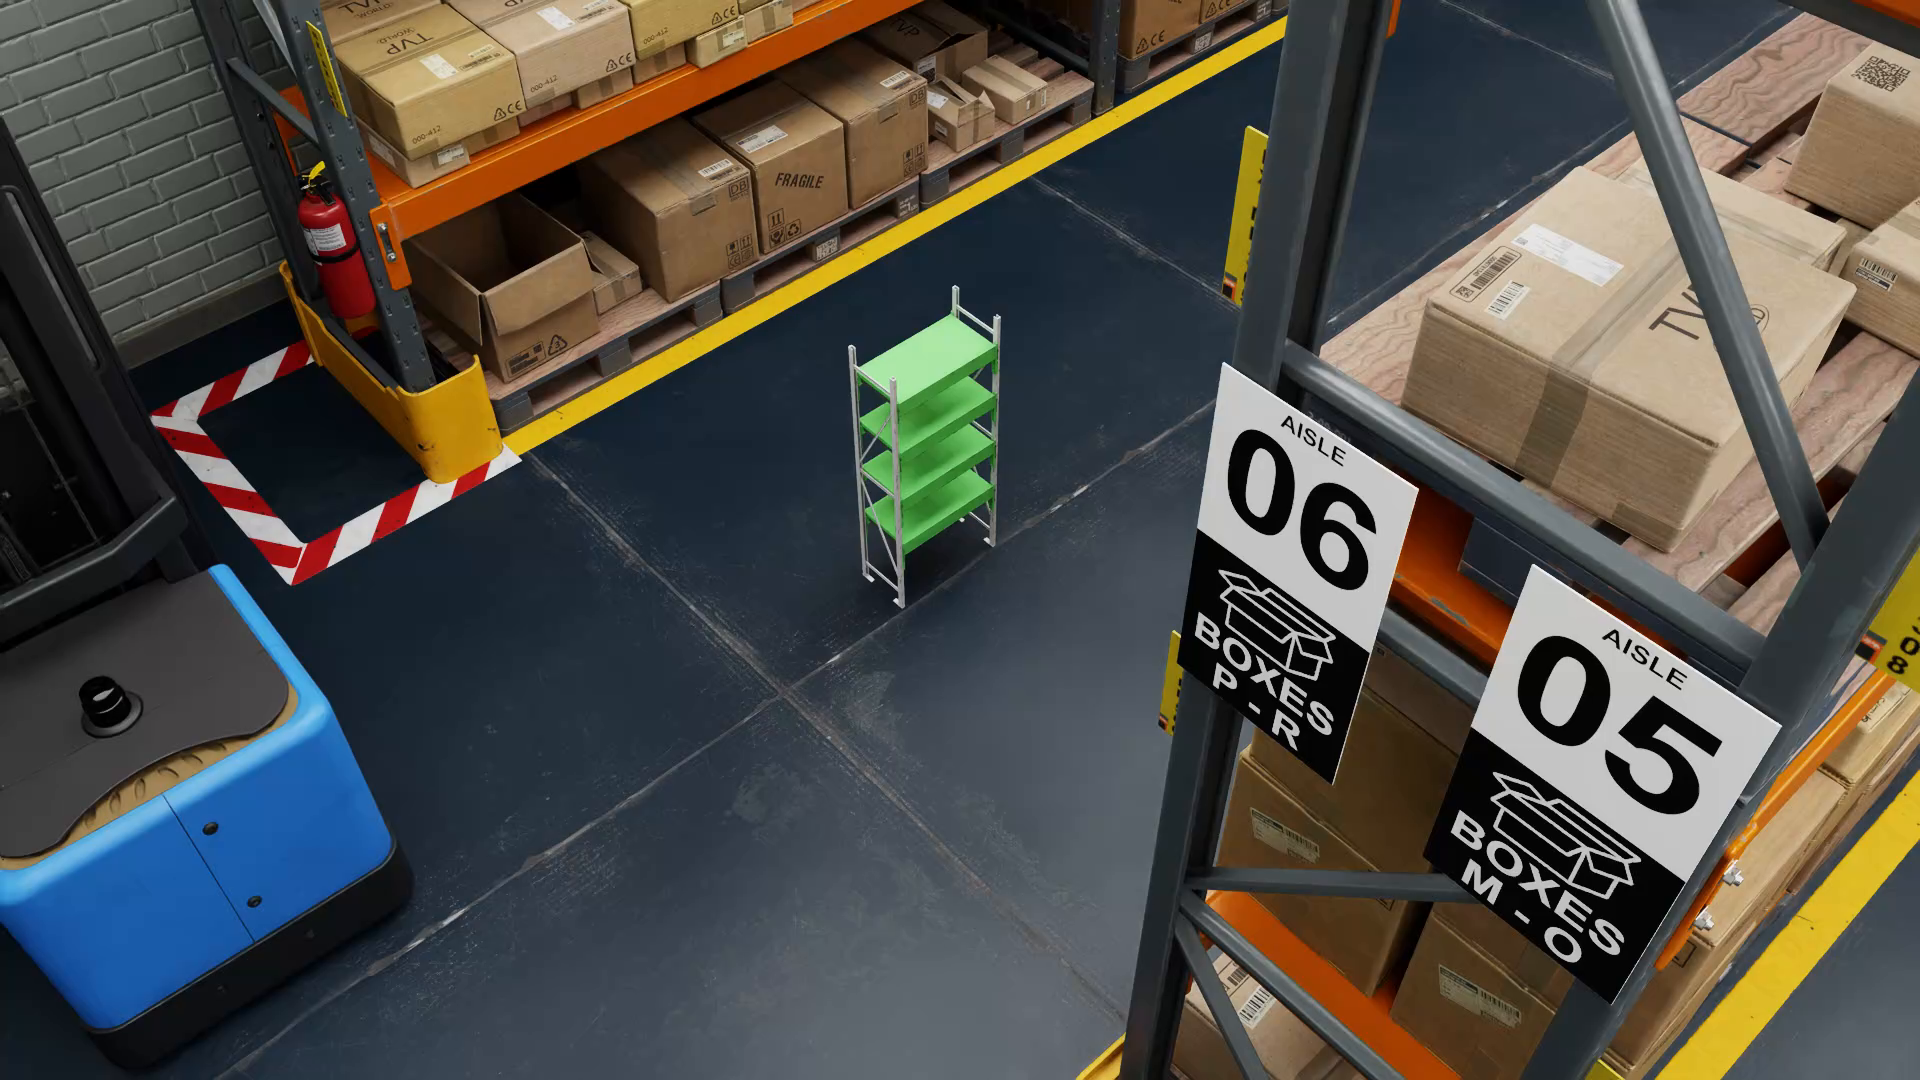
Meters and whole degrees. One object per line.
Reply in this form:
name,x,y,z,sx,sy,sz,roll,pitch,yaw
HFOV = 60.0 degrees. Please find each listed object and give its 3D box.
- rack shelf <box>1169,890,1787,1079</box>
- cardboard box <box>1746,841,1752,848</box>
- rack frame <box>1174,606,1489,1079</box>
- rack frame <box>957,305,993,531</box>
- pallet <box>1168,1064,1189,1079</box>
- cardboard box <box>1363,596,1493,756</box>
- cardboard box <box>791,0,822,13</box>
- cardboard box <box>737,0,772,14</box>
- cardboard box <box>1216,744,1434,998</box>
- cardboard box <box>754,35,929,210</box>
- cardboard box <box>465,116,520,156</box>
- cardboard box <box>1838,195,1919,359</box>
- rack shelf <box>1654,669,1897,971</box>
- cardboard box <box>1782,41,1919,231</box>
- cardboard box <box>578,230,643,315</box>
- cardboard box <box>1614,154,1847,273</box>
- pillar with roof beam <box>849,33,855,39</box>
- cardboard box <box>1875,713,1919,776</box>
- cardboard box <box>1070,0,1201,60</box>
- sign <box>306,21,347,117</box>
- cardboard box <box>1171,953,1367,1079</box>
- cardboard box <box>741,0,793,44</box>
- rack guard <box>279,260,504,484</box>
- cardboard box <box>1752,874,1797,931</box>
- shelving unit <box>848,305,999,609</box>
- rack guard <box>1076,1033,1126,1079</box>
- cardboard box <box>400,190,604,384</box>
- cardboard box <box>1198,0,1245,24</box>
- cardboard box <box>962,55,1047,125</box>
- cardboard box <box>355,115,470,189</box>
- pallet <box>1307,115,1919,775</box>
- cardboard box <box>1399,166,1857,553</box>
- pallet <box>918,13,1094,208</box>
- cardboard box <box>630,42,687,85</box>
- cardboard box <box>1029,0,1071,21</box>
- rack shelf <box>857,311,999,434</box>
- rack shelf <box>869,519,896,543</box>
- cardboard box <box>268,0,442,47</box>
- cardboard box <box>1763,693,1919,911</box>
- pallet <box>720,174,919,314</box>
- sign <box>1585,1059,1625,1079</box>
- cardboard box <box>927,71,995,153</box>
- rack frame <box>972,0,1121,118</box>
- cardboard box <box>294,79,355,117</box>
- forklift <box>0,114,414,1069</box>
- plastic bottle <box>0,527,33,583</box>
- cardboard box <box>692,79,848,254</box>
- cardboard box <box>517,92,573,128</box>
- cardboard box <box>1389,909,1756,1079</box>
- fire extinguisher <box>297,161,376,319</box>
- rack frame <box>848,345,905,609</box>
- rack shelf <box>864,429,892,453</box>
rack shelf,2.305,0.353,4.926,4.000,0.370,1.077,-34,56,-27
cardboard box,1.275,0.480,3.129,0.250,0.149,0.380,-33,55,-26
rack frame,0.823,1.096,3.751,0.053,2.616,0.949,-34,56,-27
rack frame,0.058,-0.446,6.398,0.006,1.046,0.228,-34,56,-27
pallet,1.365,1.606,5.178,1.213,0.211,1.003,-34,56,-27
cardboard box,0.956,0.219,3.371,0.250,0.149,0.380,-33,55,-27
cardboard box,-0.777,-2.443,7.188,0.250,0.149,0.380,-34,56,-27
cardboard box,-0.890,-2.493,6.962,0.500,0.250,0.500,-35,56,-28
cardboard box,1.004,0.682,4.065,0.500,0.500,0.500,-33,56,-27
cardboard box,-0.573,-2.059,8.078,0.500,0.500,0.700,-36,57,-28
cardboard box,-1.932,-1.678,6.482,0.250,0.149,0.380,-32,55,-26
cardboard box,1.785,-0.423,2.929,0.250,0.149,0.380,-32,55,-26
rack shelf,5.639,2.539,1.888,4.000,1.870,10.987,-34,56,-27
cardboard box,1.967,-0.778,3.146,0.500,0.311,0.500,-33,55,-27
cardboard box,-1.660,-1.214,7.537,0.250,0.149,0.380,-36,57,-28
cardboard box,1.354,-0.532,3.030,0.380,0.149,0.250,35,56,28
pillar with roof beam,2.218,-3.416,3.832,0.400,9.000,9.100,-34,56,-27
cardboard box,2.126,0.125,3.899,0.500,0.500,0.500,-34,56,-27
cardboard box,0.952,-2.988,8.935,0.500,0.500,0.500,-31,55,-26
sign,-2.151,-1.598,5.647,0.005,0.325,0.100,-34,56,-27
cardboard box,1.247,1.444,4.888,0.875,0.438,0.875,-36,57,-28
cardboard box,-0.921,-2.278,7.035,0.250,0.149,0.380,-33,55,-26
rack guard,-2.460,-0.789,7.191,0.348,0.500,1.175,-34,56,-27
cardboard box,1.729,0.718,4.032,0.500,0.500,0.500,-35,56,-28
shelving unit,7.177,1.156,4.921,8.595,1.200,13.061,-34,56,-27
rack guard,0.808,1.958,4.657,0.348,0.500,1.175,-34,56,-27
cardboard box,-2.000,-1.146,7.232,0.637,0.503,0.797,-36,57,-28
cardboard box,1.340,-3.257,9.182,0.500,0.500,0.500,-34,56,-28
cardboard box,0.229,-2.317,8.554,0.250,0.149,0.380,-35,56,-28
cardboard box,-2.089,-1.527,6.342,0.250,0.149,0.380,-34,56,-27
pallet,1.368,-0.261,3.023,1.213,0.211,1.003,-34,56,-27
cardboard box,1.098,-0.316,2.761,0.500,0.250,0.500,34,56,27
pallet,-0.066,-2.292,8.775,1.213,0.211,1.003,-34,56,-27
cardboard box,-1.340,-2.053,6.827,0.250,0.149,0.380,-33,55,-27
cardboard box,0.904,-3.513,9.317,1.298,0.649,0.516,-32,55,-26
rack shelf,-0.122,-0.607,5.981,0.480,0.148,0.258,-34,56,-27
rack shelf,-0.122,-0.138,6.489,0.442,0.029,0.199,-34,56,-27
cardboard box,-2.355,-2.021,6.527,0.500,0.250,0.500,-32,55,-26
cardboard box,1.750,0.384,3.660,0.500,0.500,0.500,-35,56,-28
pallet,-0.969,-1.686,8.215,1.213,0.211,1.003,-34,56,-27
sign,1.195,1.083,3.121,0.005,0.325,0.100,-34,56,-27
cardboard box,-0.036,-2.180,8.349,0.258,0.266,0.396,-32,55,-26
rack frame,0.443,-3.577,8.063,0.127,3.000,1.000,-34,56,-27
cardboard box,-2.452,-1.824,6.616,0.250,0.149,0.380,-34,56,-28
forklift,-0.014,1.567,3.424,2.598,2.843,11.079,-32,55,-26
plastic bottle,8.904,1.477,4.253,19.394,1.306,14.100,35,56,28
cardboard box,-0.883,-1.753,7.795,0.500,0.500,0.500,-33,55,-27
cardboard box,-1.760,-1.827,6.619,0.250,0.149,0.380,-34,56,-28
cardboard box,1.374,0.983,3.787,0.500,0.500,0.500,-34,56,-27
fire extinguisher,-2.314,-1.122,6.104,0.183,0.674,0.296,-34,56,-27
rack frame,-0.303,-0.204,6.175,0.015,1.200,0.240,-34,56,-27
rack shelf,-0.122,-0.464,6.136,0.442,0.029,0.199,-34,56,-27
